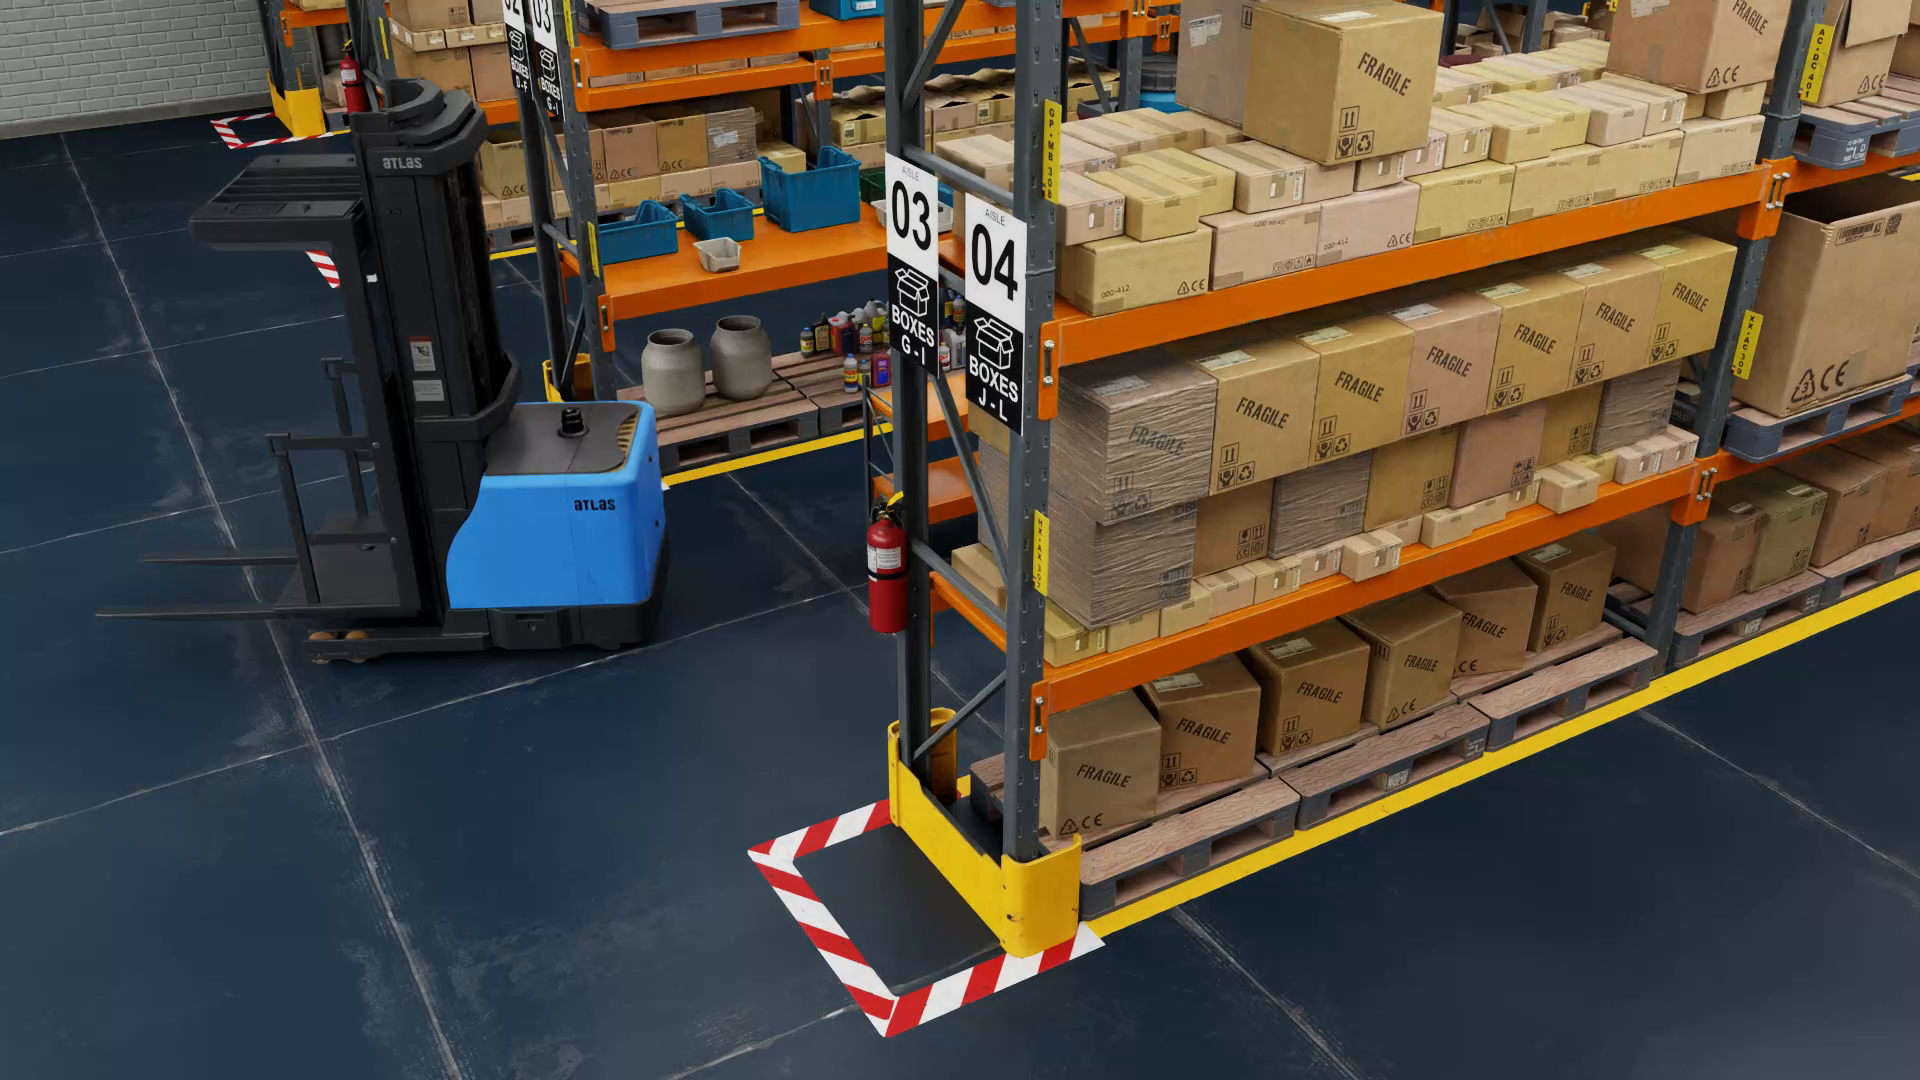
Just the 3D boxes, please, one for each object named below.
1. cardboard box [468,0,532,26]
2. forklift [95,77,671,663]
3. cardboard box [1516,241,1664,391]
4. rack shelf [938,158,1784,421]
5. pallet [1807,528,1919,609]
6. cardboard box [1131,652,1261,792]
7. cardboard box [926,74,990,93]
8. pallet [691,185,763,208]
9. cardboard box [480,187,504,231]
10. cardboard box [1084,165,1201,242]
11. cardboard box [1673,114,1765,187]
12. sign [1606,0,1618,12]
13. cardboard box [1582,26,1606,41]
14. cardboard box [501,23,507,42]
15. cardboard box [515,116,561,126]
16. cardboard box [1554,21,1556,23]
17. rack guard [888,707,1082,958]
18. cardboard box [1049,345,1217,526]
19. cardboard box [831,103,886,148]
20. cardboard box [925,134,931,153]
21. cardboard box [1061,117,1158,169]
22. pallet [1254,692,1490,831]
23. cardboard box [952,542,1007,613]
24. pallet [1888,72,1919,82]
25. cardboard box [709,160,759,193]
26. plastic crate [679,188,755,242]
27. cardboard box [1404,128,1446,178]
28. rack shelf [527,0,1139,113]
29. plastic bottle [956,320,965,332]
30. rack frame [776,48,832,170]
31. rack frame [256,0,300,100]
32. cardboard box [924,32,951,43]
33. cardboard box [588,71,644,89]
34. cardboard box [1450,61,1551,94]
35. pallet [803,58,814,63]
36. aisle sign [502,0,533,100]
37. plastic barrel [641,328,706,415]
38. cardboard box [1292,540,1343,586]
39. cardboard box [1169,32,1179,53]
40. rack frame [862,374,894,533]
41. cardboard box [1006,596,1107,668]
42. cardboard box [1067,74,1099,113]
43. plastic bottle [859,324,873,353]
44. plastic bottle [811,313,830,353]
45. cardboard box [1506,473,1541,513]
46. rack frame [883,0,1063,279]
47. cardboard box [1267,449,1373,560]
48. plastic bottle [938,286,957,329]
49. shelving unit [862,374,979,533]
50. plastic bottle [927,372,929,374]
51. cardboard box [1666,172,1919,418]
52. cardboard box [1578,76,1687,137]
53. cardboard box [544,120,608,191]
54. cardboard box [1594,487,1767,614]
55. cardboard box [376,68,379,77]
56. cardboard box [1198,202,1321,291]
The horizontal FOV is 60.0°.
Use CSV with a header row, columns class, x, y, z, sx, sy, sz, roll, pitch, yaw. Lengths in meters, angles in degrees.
class,x,y,z,sx,sy,sz,roll,pitch,yaw
cardboard box,-4.087,-4.791,14.380,0.500,0.500,0.700,-17,33,-28
forklift,-3.213,-0.877,8.806,3.031,2.935,1.130,-1,29,-3
cardboard box,2.793,-1.041,7.586,0.500,0.500,0.500,-16,33,-26
rack shelf,1.747,-1.286,7.116,4.000,0.370,1.077,-16,33,-26
pallet,5.195,-0.048,10.119,1.213,0.211,1.003,-16,33,-26
cardboard box,1.068,0.806,7.838,0.500,0.500,0.500,-8,30,-13
cardboard box,-0.028,-4.722,17.532,0.500,0.311,0.500,-16,33,-27
pallet,-2.251,-3.507,16.386,1.213,0.211,1.003,-16,33,-26
cardboard box,-4.417,-2.945,14.892,0.500,0.250,0.500,-16,33,-26
cardboard box,0.650,-1.215,5.985,0.250,0.149,0.380,-15,32,-25
cardboard box,3.211,-1.805,7.466,0.500,0.250,0.500,-15,32,-24
sign,3.187,-2.720,8.027,0.005,0.325,0.100,-16,33,-26
cardboard box,8.064,-6.497,21.396,0.250,0.166,0.380,-16,33,-26
cardboard box,-3.884,-4.447,14.429,0.250,0.149,0.380,-16,33,-27
cardboard box,-3.826,-3.740,15.558,0.500,0.500,0.500,-16,33,-26
cardboard box,7.328,-6.572,21.444,0.500,0.250,0.500,-16,33,-26
rack guard,0.089,1.278,7.418,0.348,0.500,1.175,-16,33,-26
cardboard box,0.635,-0.431,6.481,0.500,0.500,0.500,-16,33,-26
cardboard box,-1.061,-4.128,16.456,0.500,0.311,0.500,-16,33,-26
cardboard box,-0.629,-4.005,16.814,0.500,0.250,0.500,-15,32,-25
cardboard box,0.569,-1.546,6.585,0.250,0.149,0.380,-17,33,-28
pallet,1.858,0.923,8.359,1.213,0.211,1.003,-16,33,-26
cardboard box,0.164,0.156,7.123,0.250,0.149,0.380,-16,33,-26
pallet,4.951,-2.370,8.531,1.003,0.211,1.213,-16,33,-26
cardboard box,-2.269,-3.562,16.011,0.500,0.250,0.500,-16,33,-26
plastic crate,-1.643,-2.200,11.286,0.408,0.251,0.499,-16,33,-26
cardboard box,1.708,-1.576,6.640,0.250,0.149,0.380,-16,33,-27
rack shelf,-0.762,-3.349,10.855,4.000,0.370,1.077,-16,33,-26
plastic bottle,0.035,-1.477,12.177,0.133,0.283,0.061,-16,33,-26
rack frame,-1.544,-4.905,16.034,0.127,3.000,1.000,-16,33,-26
rack frame,-7.505,-5.989,17.997,0.127,3.000,1.000,-16,33,-26
cardboard box,-0.419,-5.259,16.571,0.500,0.500,0.500,-13,32,-23
cardboard box,-3.250,-4.459,15.121,0.500,0.500,0.700,-15,32,-25
cardboard box,2.406,-2.019,7.442,0.250,0.149,0.380,-15,32,-25
pallet,-2.333,-6.239,21.336,1.213,0.211,1.003,-16,33,-26
aisle sign,-2.699,-3.106,10.083,0.004,0.787,0.394,-16,33,-26
plastic barrel,-1.958,-1.149,11.368,0.421,0.512,0.421,0,29,0
cardboard box,1.464,0.033,7.347,0.250,0.149,0.380,-16,33,-26
cardboard box,2.639,-5.653,18.744,0.500,0.250,0.500,-15,32,-24
rack frame,-0.432,-0.370,9.756,0.032,1.125,0.500,-16,33,-26
cardboard box,0.390,0.341,6.787,0.250,0.149,0.380,-16,33,-26
cardboard box,1.133,-4.749,17.582,0.500,0.311,0.500,-16,33,-27
plastic bottle,-0.695,-1.498,12.301,0.097,0.201,0.097,0,29,0
plastic bottle,-1.033,-1.533,12.280,0.133,0.283,0.061,-15,32,-25
cardboard box,2.528,-0.285,7.922,0.250,0.149,0.380,-16,33,-26
rack frame,0.023,-2.425,5.330,0.127,3.000,1.000,-16,33,-26
cardboard box,1.334,-0.372,7.409,0.500,0.500,0.875,-16,33,-26
plastic bottle,-0.106,-1.803,12.698,0.185,0.351,0.144,-17,33,-28
shelving unit,0.006,-0.494,9.981,1.048,1.125,0.538,-16,33,-26
plastic bottle,-0.209,-1.332,11.927,0.097,0.271,0.097,0,29,0
cardboard box,4.228,-1.360,8.554,1.000,1.000,1.000,-16,33,-26
cardboard box,2.889,-1.875,7.181,0.250,0.149,0.380,-18,33,-29
cardboard box,-3.563,-3.524,15.166,0.500,0.500,0.500,-16,33,-26
cardboard box,4.012,-0.017,9.308,0.500,0.500,0.700,-19,34,-30
cardboard box,-6.372,-5.275,19.032,0.500,0.311,0.500,-13,31,-22
cardboard box,1.011,-1.185,6.343,0.500,0.250,0.500,-17,33,-27
